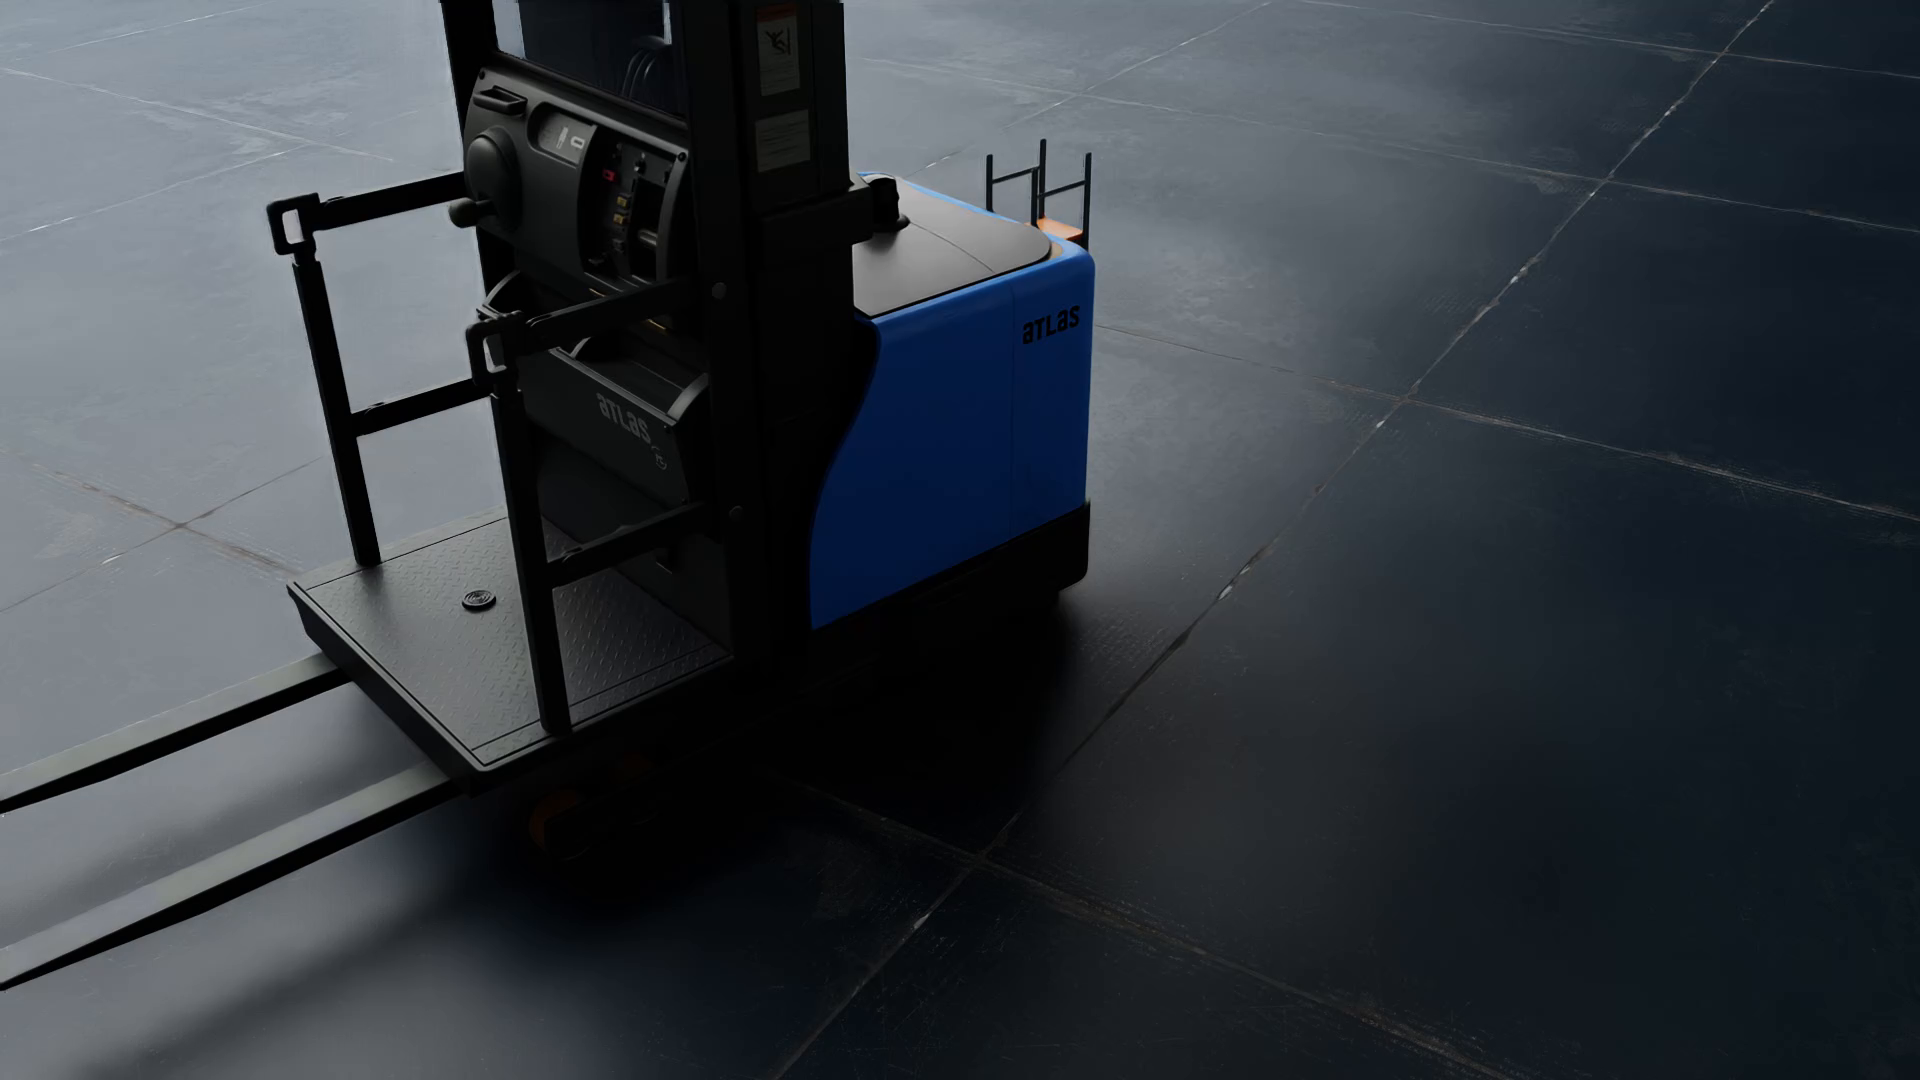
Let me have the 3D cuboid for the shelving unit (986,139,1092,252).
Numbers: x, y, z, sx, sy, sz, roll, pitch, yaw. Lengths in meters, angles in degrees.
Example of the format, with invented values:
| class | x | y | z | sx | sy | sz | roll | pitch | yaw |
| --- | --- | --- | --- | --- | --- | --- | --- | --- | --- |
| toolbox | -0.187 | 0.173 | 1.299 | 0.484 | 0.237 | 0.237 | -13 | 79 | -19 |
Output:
| class | x | y | z | sx | sy | sz | roll | pitch | yaw |
| --- | --- | --- | --- | --- | --- | --- | --- | --- | --- |
| shelving unit | 0.227 | -0.588 | 5.067 | 0.258 | 1.200 | 0.189 | -25 | 39 | -36 |

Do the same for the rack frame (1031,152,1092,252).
| class | x | y | z | sx | sy | sz | roll | pitch | yaw |
| --- | --- | --- | --- | --- | --- | --- | --- | --- | --- |
| rack frame | 0.290 | -0.554 | 5.010 | 0.240 | 1.200 | 0.006 | -25 | 39 | -36 |

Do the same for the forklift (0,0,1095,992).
| class | x | y | z | sx | sy | sz | roll | pitch | yaw |
| --- | --- | --- | --- | --- | --- | --- | --- | --- | --- |
| forklift | -1.056 | -0.805 | 3.721 | 3.031 | 2.935 | 1.130 | -24 | 38 | -35 |

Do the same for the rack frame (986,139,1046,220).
| class | x | y | z | sx | sy | sz | roll | pitch | yaw |
| --- | --- | --- | --- | --- | --- | --- | --- | --- | --- |
| rack frame | 0.165 | -0.622 | 5.125 | 0.240 | 1.200 | 0.006 | -25 | 39 | -36 |

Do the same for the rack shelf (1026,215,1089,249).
| class | x | y | z | sx | sy | sz | roll | pitch | yaw |
| --- | --- | --- | --- | --- | --- | --- | --- | --- | --- |
| rack shelf | 0.227 | -0.861 | 4.908 | 0.258 | 0.103 | 0.180 | -25 | 39 | -36 |
